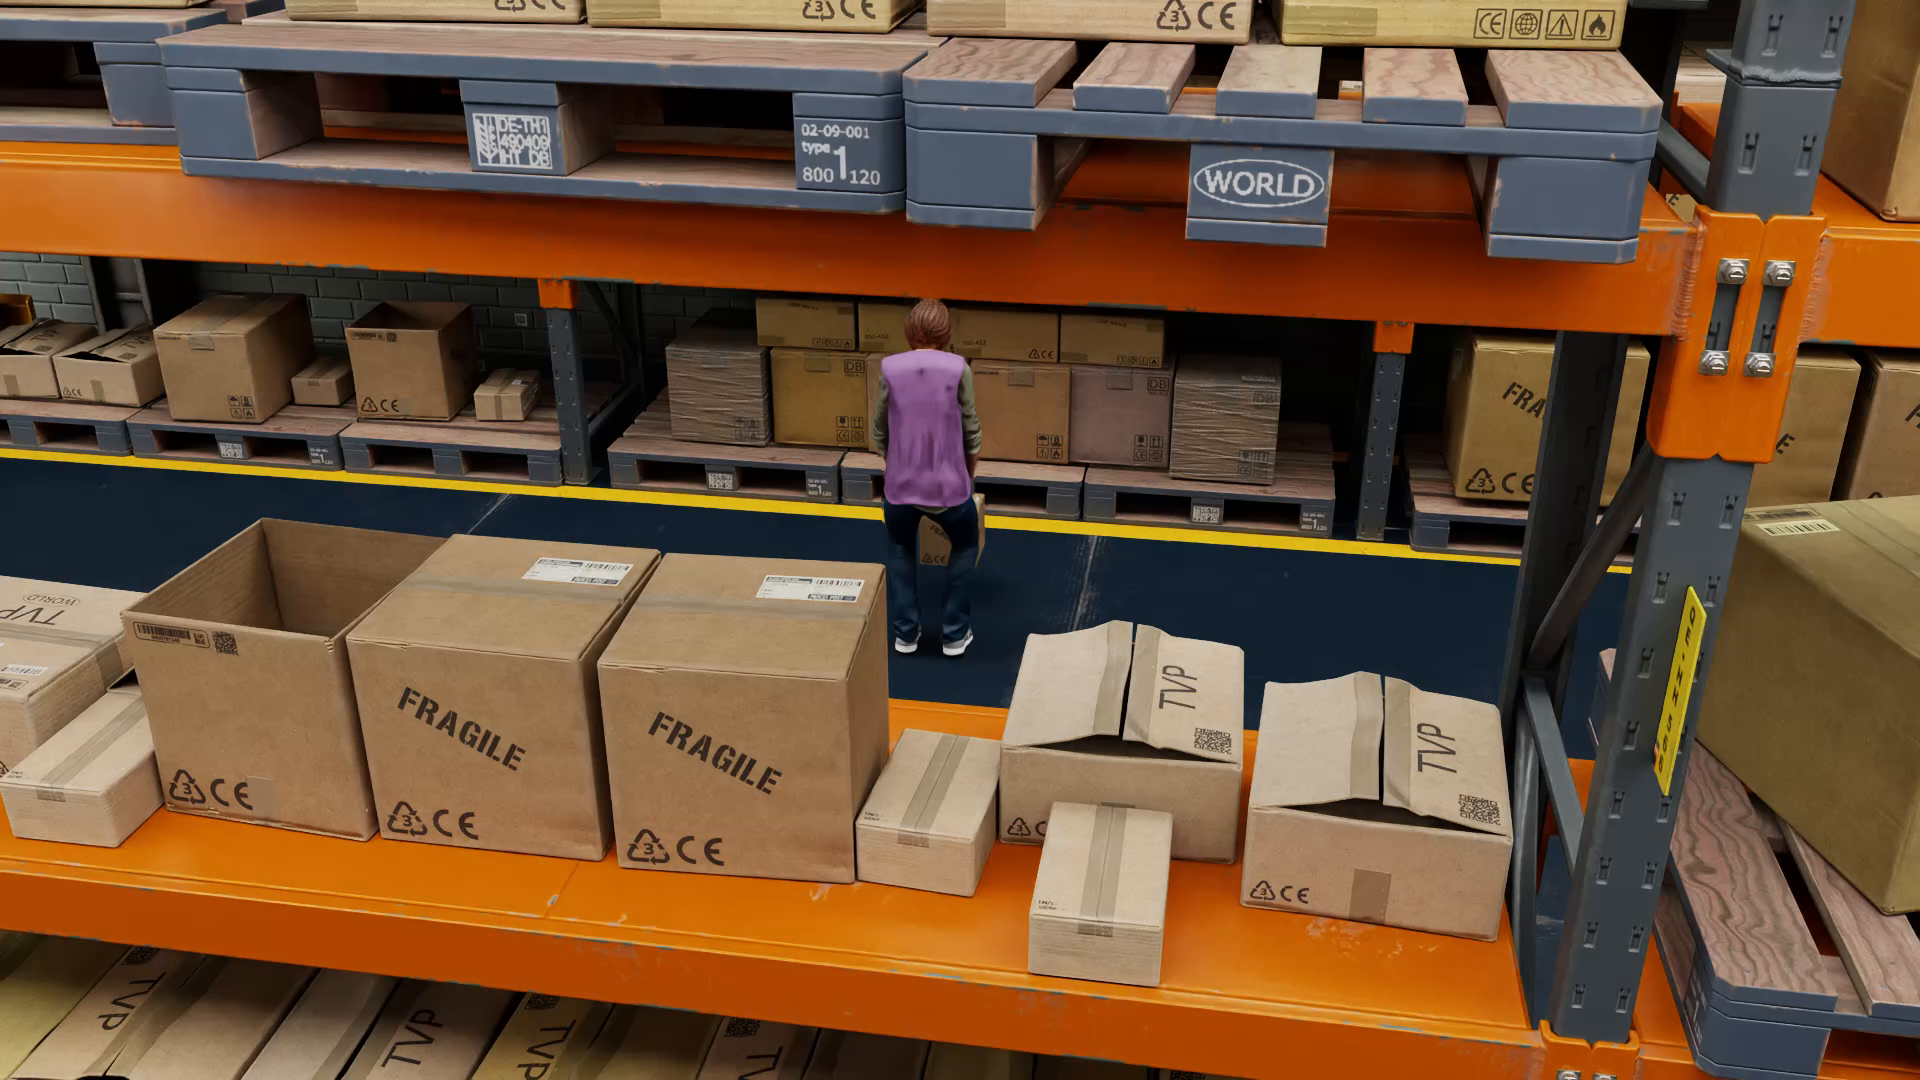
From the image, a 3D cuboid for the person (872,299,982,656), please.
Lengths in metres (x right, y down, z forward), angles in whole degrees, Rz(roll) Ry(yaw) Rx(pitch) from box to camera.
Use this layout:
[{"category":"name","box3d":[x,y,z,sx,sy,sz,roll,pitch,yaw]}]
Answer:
[{"category":"person","box3d":[-0.144,-0.224,6.764,0.451,1.464,0.518,4,26,9]}]
